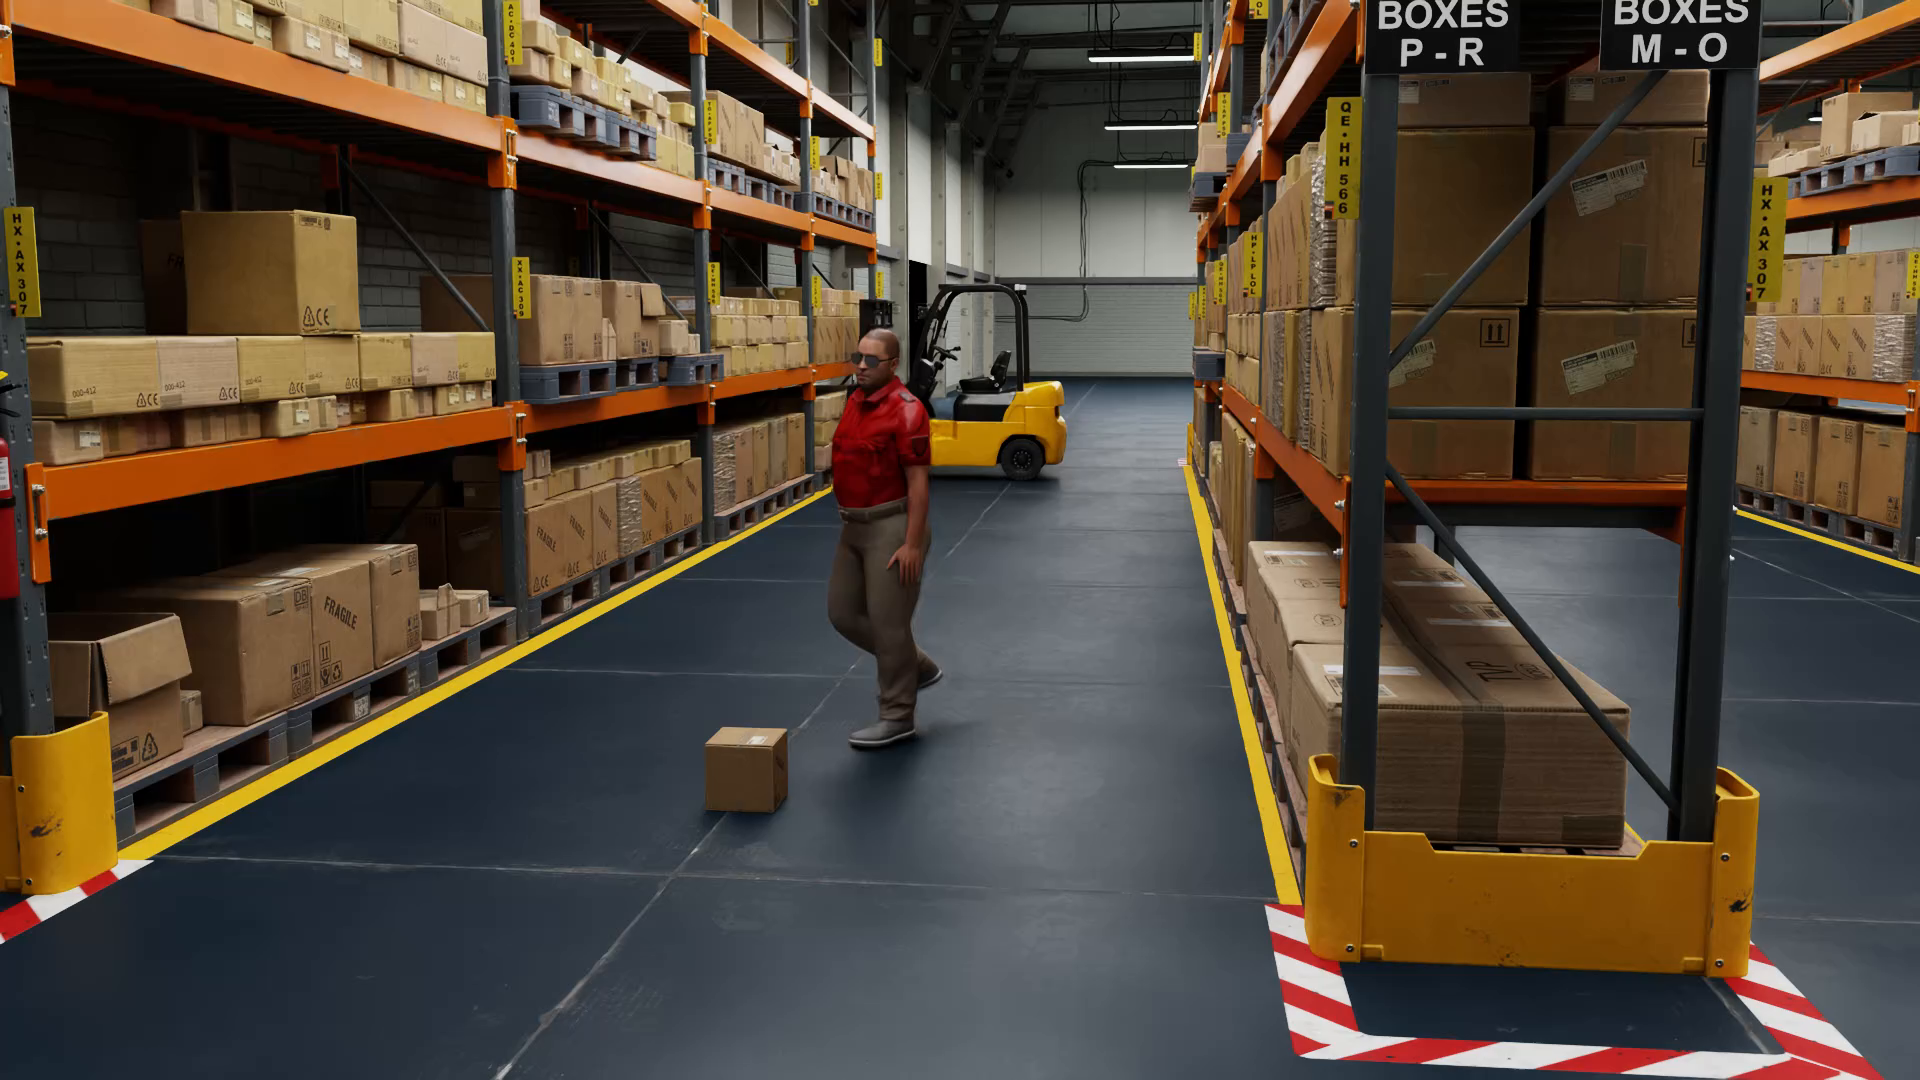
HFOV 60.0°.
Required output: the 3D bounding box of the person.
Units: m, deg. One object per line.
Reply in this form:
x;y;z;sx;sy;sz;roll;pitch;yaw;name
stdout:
-0.258;-0.022;6.973;0.567;1.723;0.606;-5;9;-33;person
